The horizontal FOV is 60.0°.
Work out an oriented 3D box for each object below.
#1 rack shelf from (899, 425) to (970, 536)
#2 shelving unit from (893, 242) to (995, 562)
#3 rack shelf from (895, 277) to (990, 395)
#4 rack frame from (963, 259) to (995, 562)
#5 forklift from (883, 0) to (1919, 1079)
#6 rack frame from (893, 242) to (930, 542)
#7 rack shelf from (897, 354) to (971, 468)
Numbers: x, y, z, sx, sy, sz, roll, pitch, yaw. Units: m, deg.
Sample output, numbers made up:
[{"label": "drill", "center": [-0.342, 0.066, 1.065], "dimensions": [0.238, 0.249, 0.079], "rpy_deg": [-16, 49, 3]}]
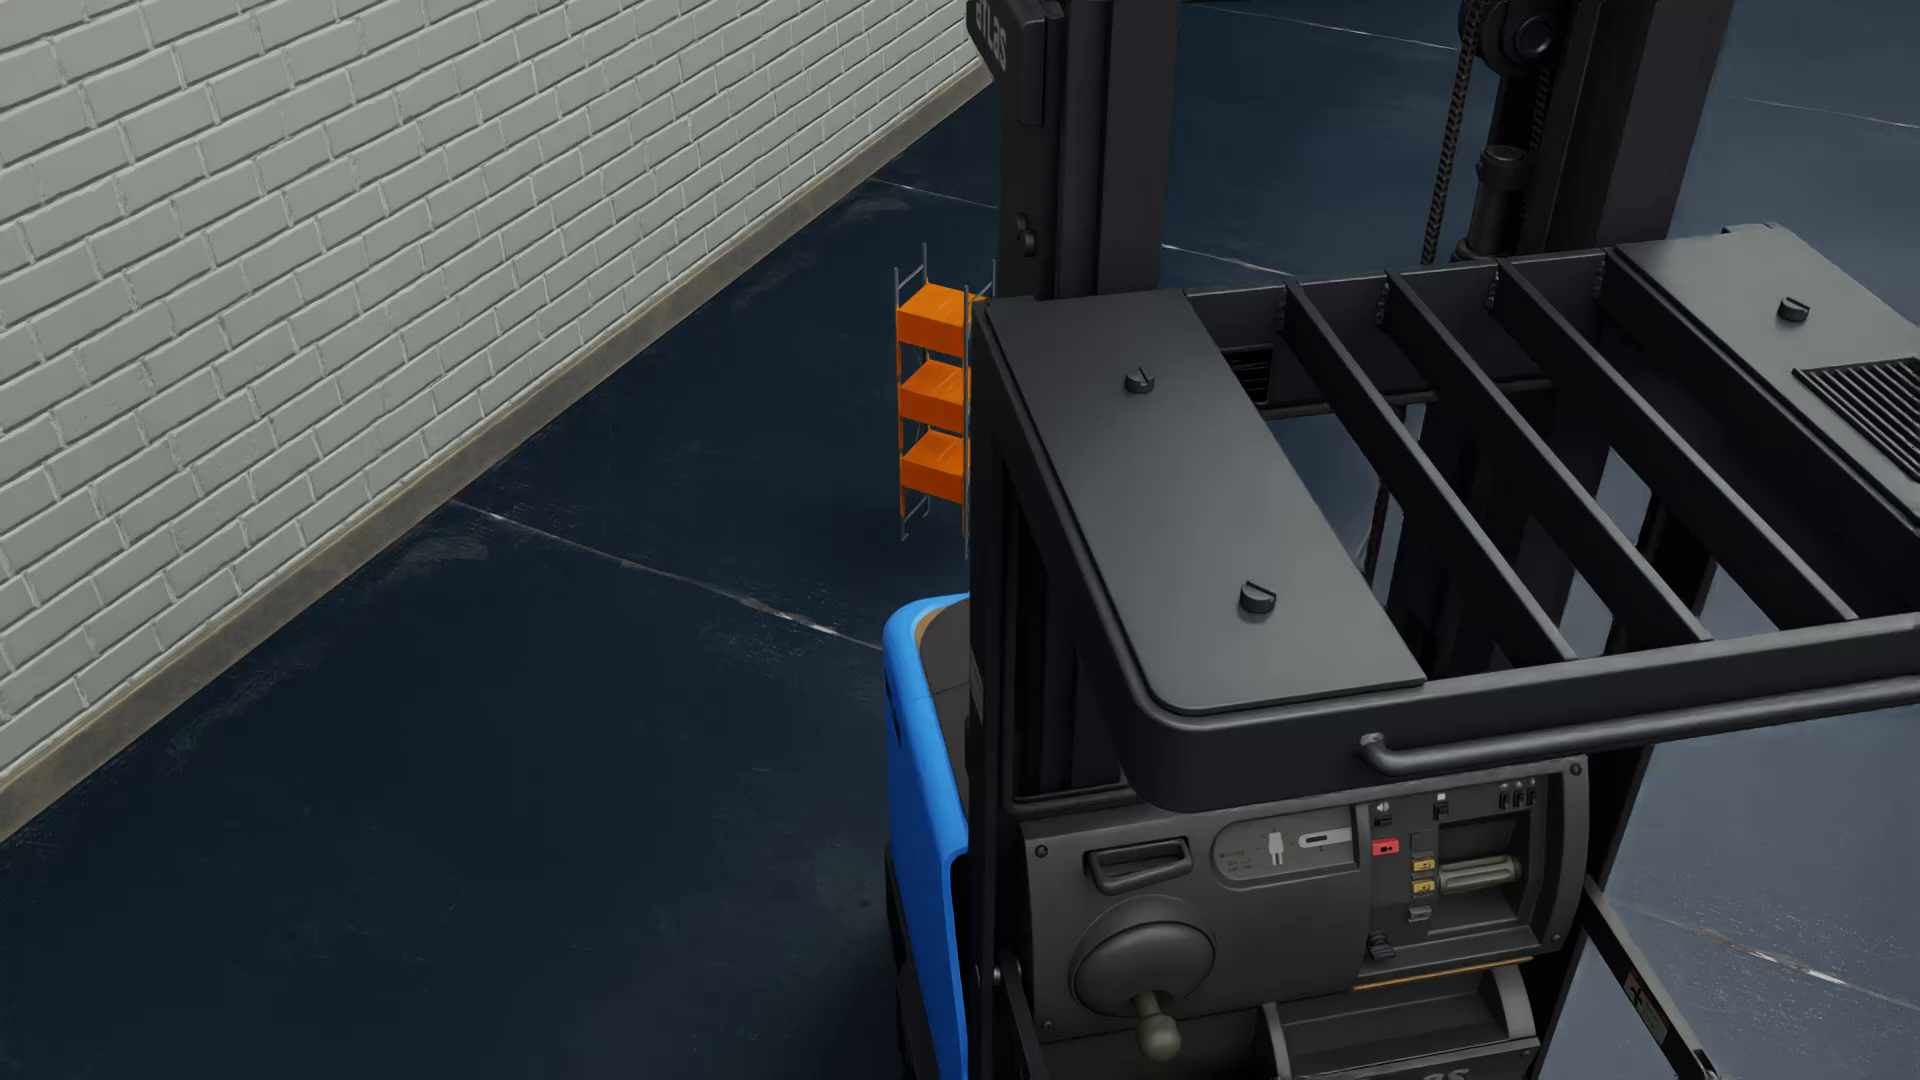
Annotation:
[{"label": "rack shelf", "center": [-0.048, -0.203, 5.627], "dimensions": [0.240, 0.259, 0.215], "rpy_deg": [17, 41, 21]}, {"label": "shelving unit", "center": [-0.048, -0.433, 5.452], "dimensions": [0.252, 1.050, 0.215], "rpy_deg": [17, 41, 21]}, {"label": "rack shelf", "center": [-0.048, -0.651, 5.287], "dimensions": [0.240, 0.259, 0.215], "rpy_deg": [17, 41, 21]}, {"label": "rack frame", "center": [0.061, -0.399, 5.407], "dimensions": [0.008, 1.050, 0.200], "rpy_deg": [17, 41, 21]}, {"label": "forklift", "center": [0.604, 0.644, 2.477], "dimensions": [1.130, 2.935, 3.031], "rpy_deg": [-7, 38, -9]}, {"label": "rack frame", "center": [-0.156, -0.467, 5.497], "dimensions": [0.008, 1.050, 0.200], "rpy_deg": [17, 41, 21]}, {"label": "rack shelf", "center": [-0.048, -0.425, 5.459], "dimensions": [0.240, 0.259, 0.215], "rpy_deg": [17, 41, 21]}]
